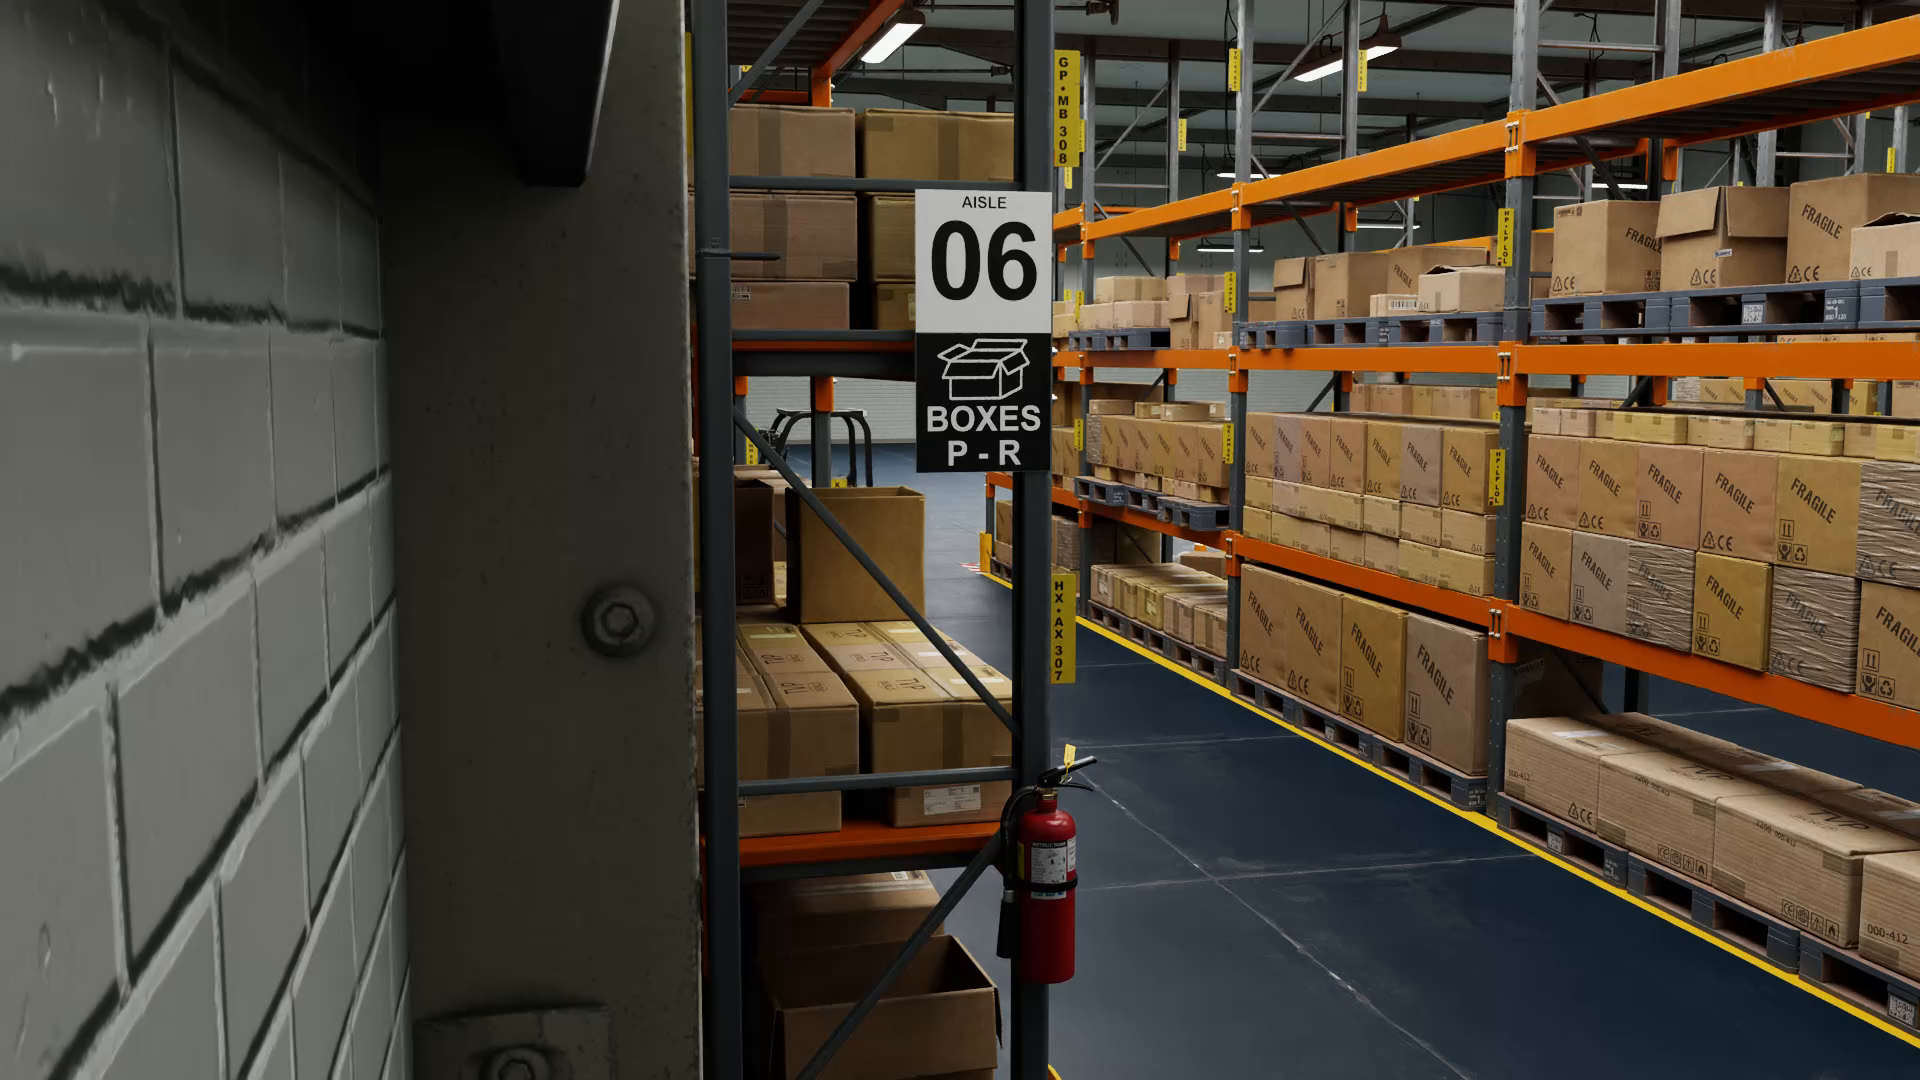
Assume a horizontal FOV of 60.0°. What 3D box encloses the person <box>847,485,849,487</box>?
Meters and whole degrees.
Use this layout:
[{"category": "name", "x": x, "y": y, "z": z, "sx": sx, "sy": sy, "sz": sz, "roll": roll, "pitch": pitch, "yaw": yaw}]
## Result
[{"category": "person", "x": -1.115, "y": 0.099, "z": 17.491, "sx": 0.634, "sy": 1.479, "sz": 0.531, "roll": -1, "pitch": 6, "yaw": -13}]
